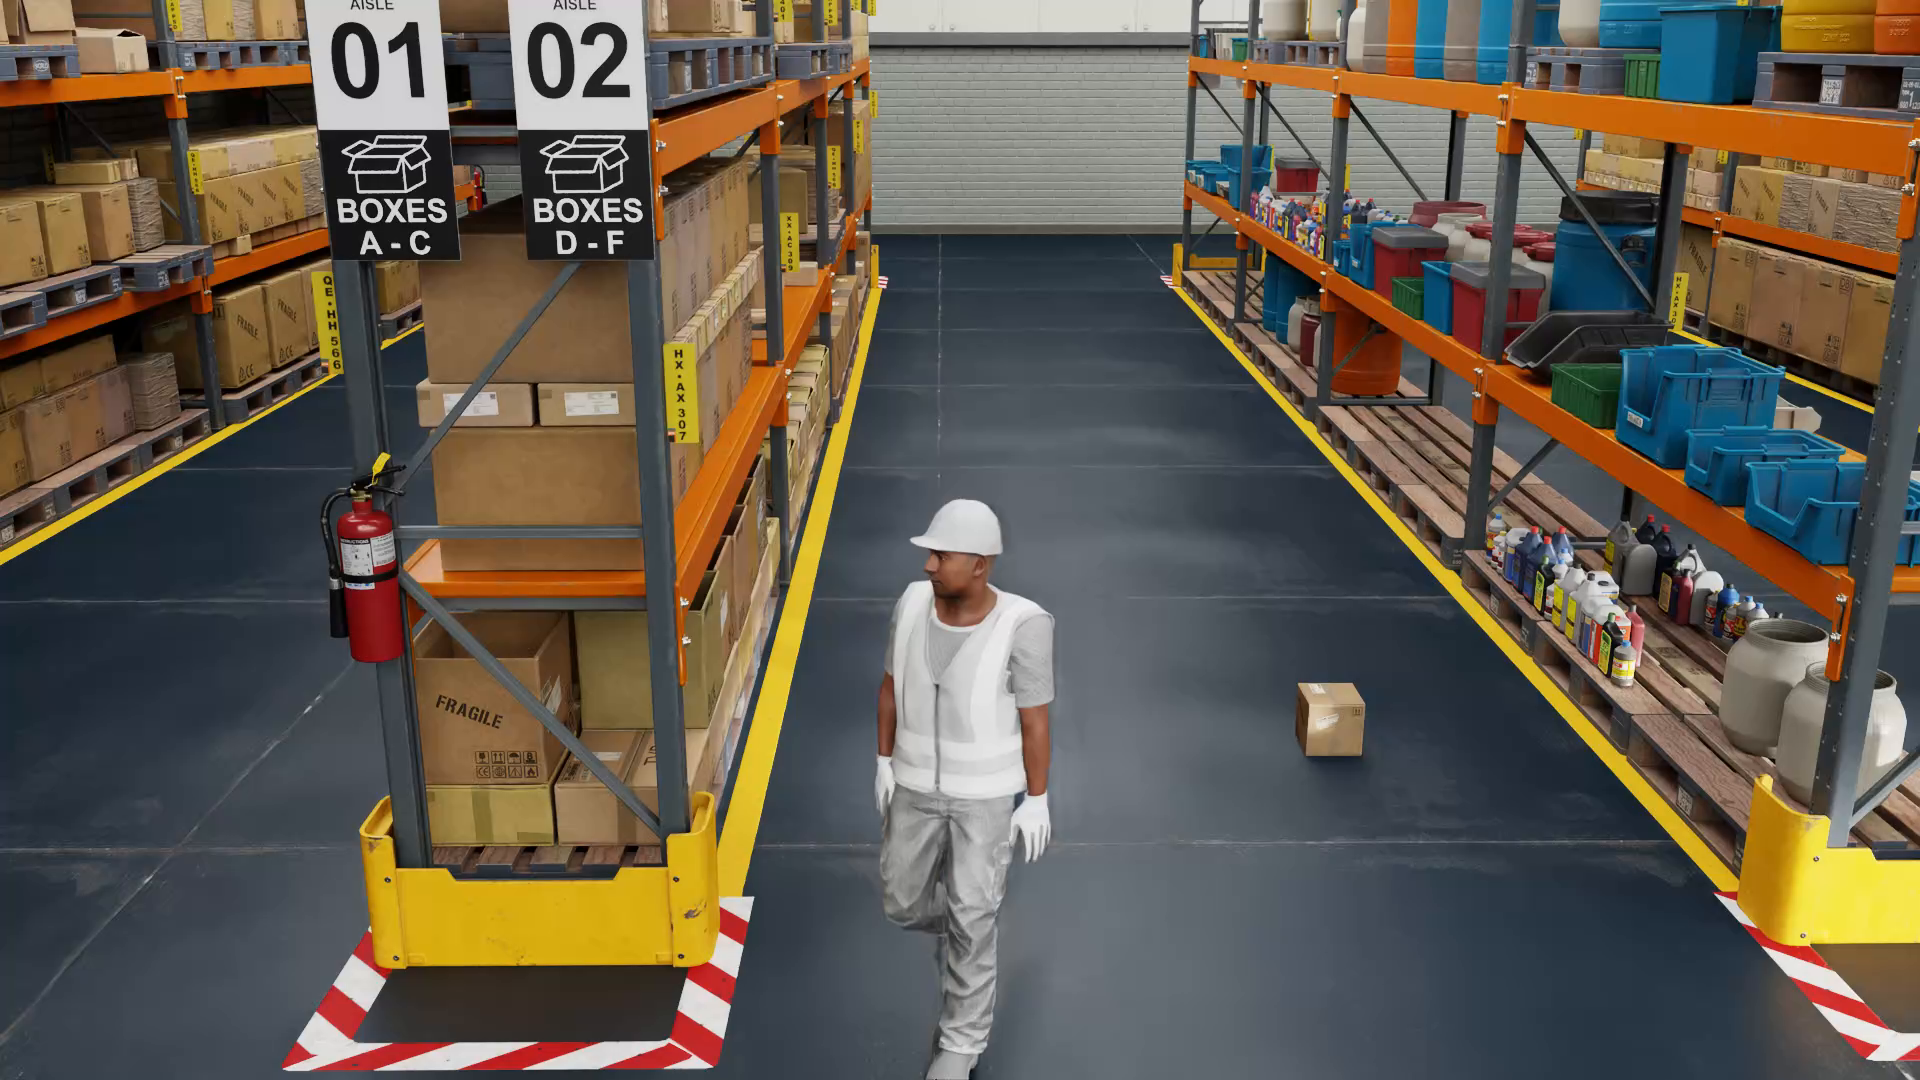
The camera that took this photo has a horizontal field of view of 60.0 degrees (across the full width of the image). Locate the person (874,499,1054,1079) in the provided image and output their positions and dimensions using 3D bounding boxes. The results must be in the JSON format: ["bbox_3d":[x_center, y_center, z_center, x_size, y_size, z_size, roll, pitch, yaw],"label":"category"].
[{"bbox_3d":[-0.004,0.740,5.010,0.584,1.771,0.700,8,19,24],"label":"person"}]
